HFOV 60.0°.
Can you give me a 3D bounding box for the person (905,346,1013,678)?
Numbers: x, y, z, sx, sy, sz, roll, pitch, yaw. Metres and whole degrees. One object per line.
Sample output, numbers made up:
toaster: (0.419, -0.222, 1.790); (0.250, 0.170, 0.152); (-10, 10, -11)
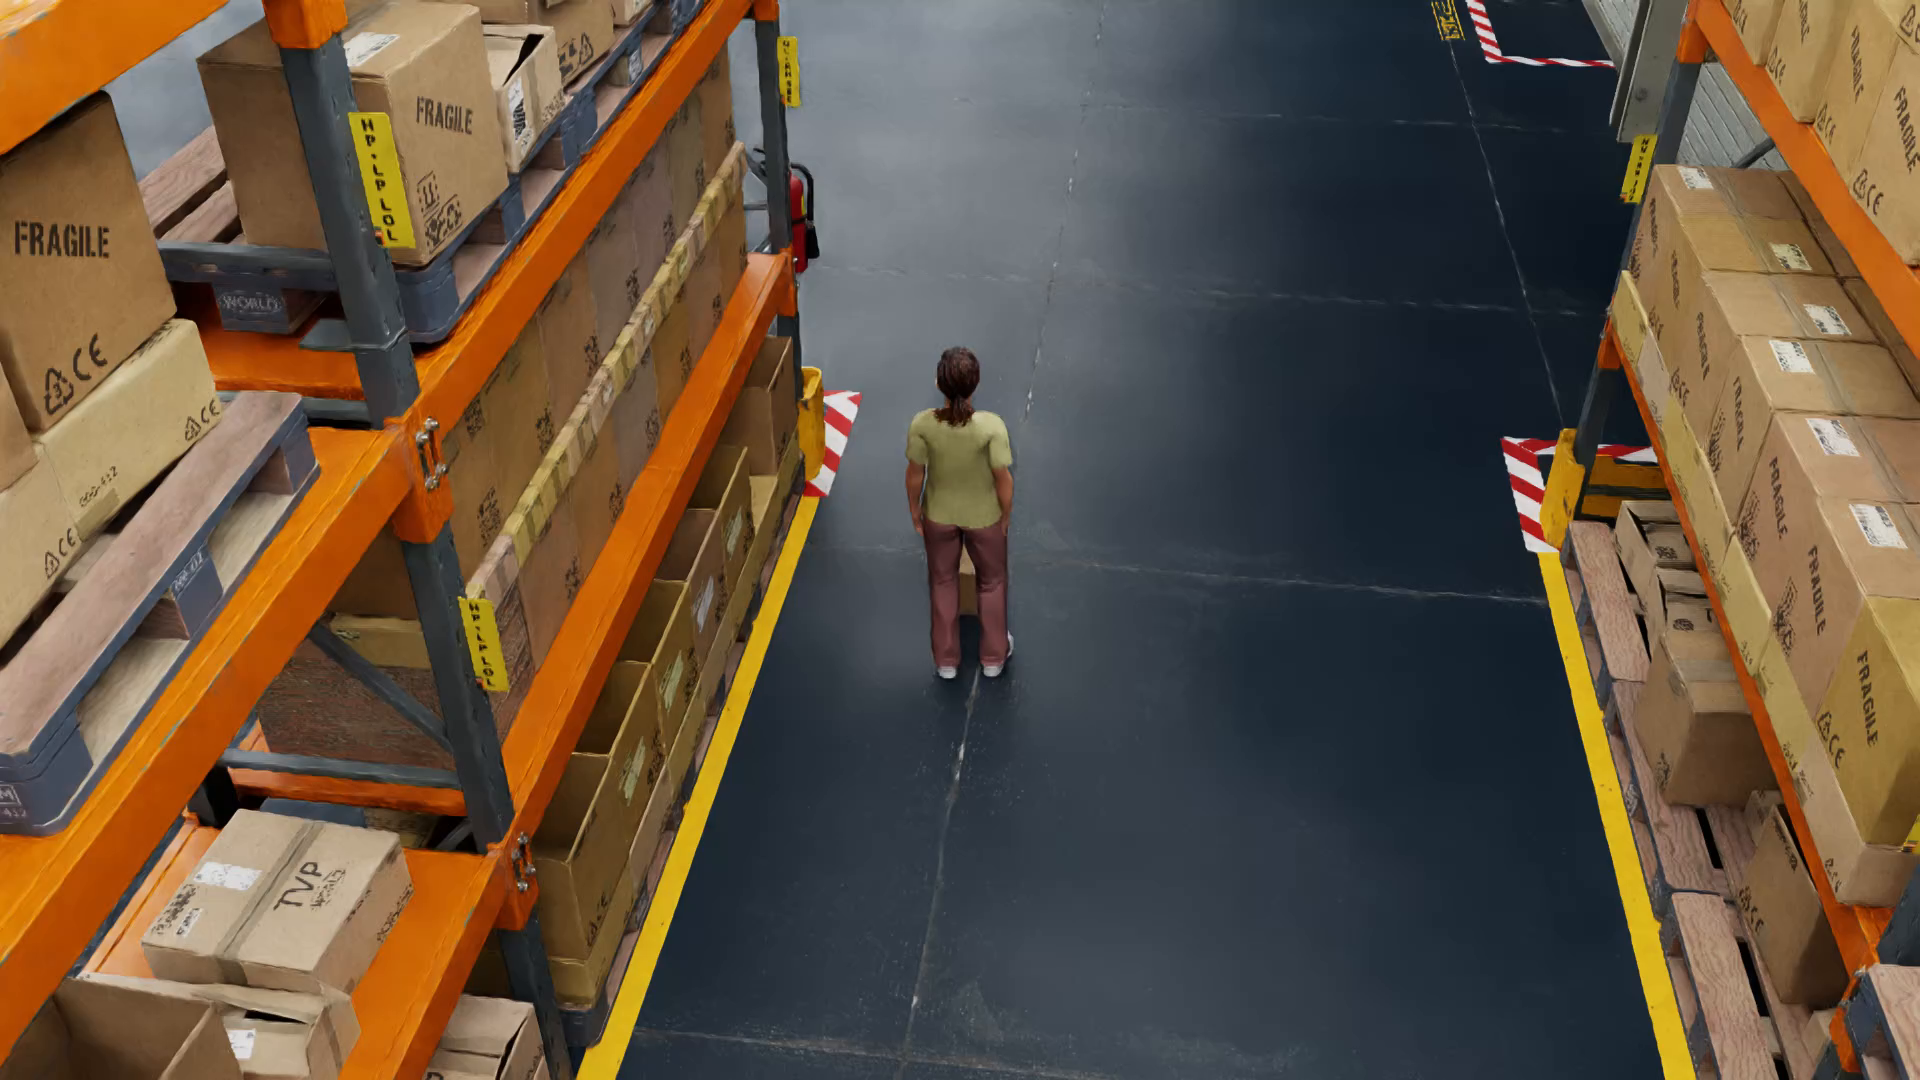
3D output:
person: (0.005, -0.107, 7.206); (0.462, 1.650, 0.404); (5, 37, 7)
